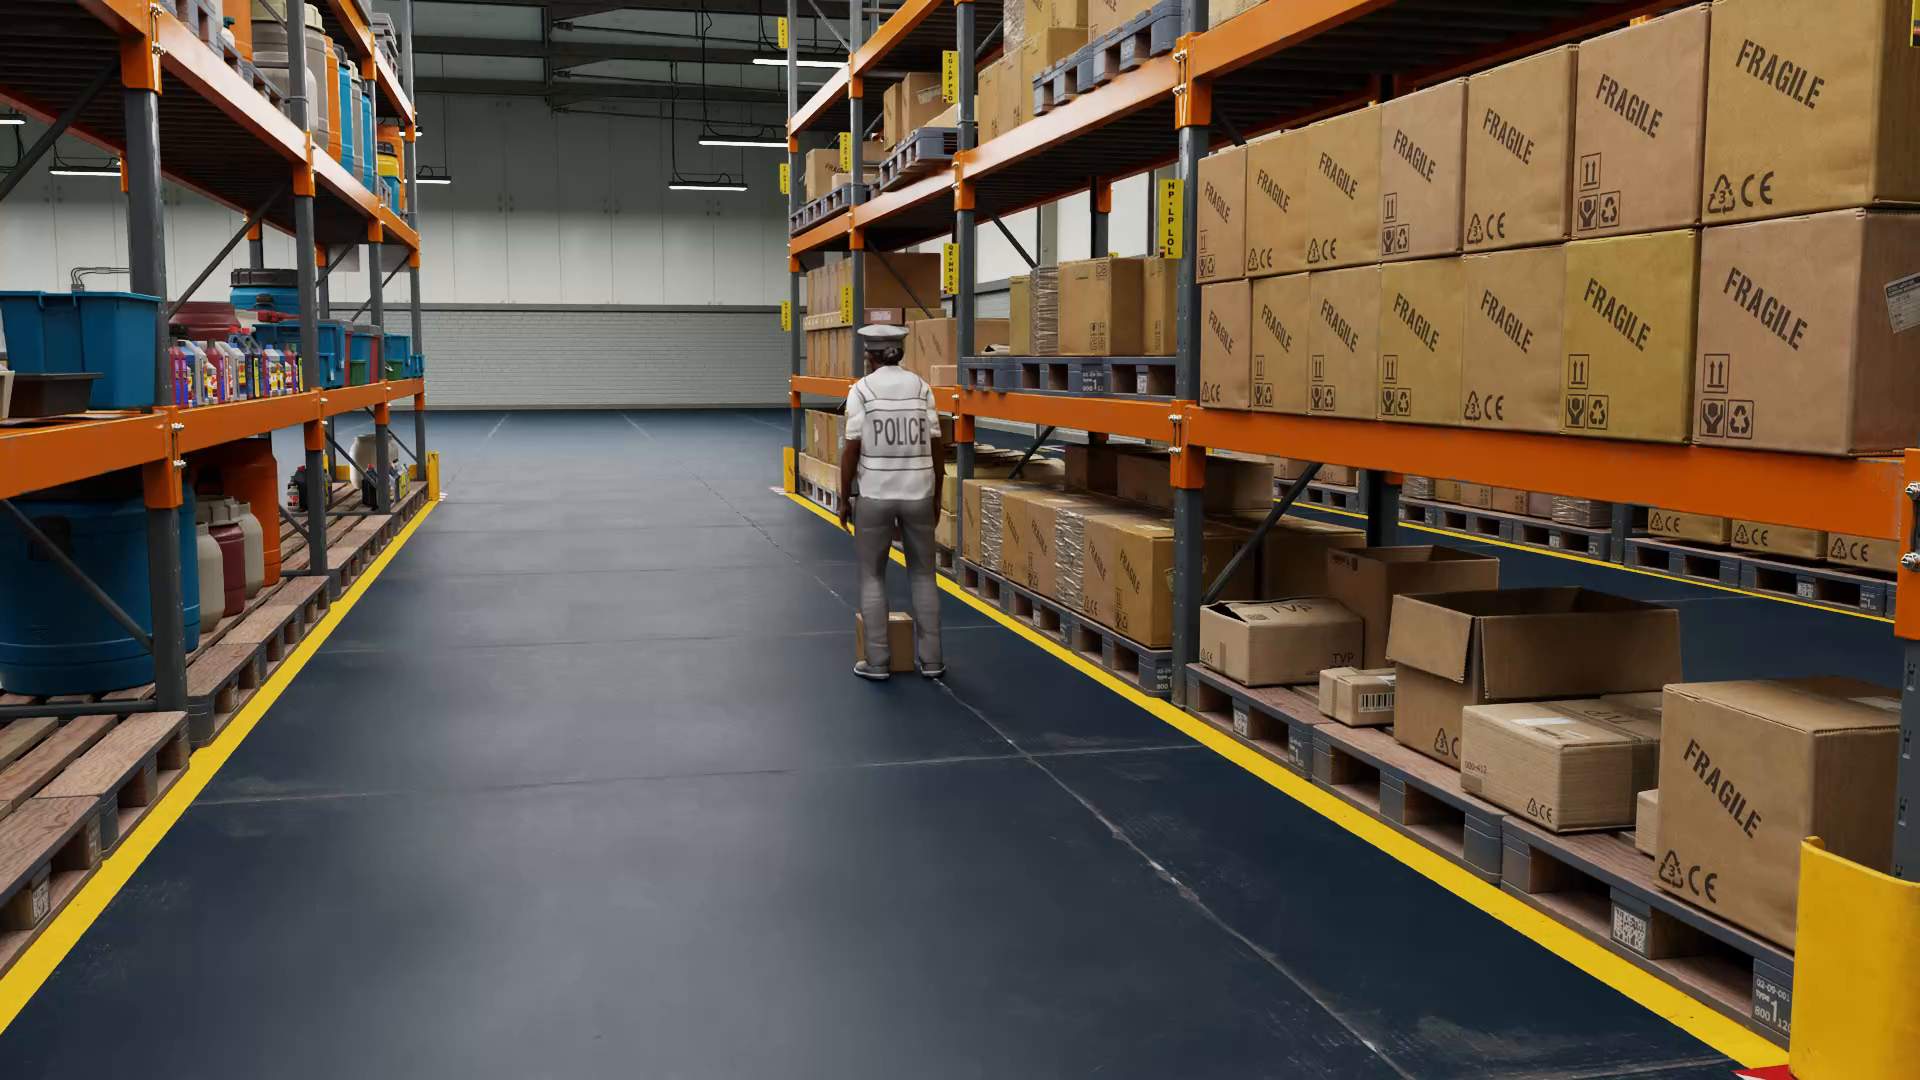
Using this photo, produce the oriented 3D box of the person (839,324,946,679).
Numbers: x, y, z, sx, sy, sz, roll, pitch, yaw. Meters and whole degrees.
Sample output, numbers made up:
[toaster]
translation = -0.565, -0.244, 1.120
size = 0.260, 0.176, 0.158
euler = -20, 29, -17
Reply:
[person]
translation = -0.305, -0.180, 7.812
size = 0.530, 1.663, 0.391
euler = -2, 6, -16
